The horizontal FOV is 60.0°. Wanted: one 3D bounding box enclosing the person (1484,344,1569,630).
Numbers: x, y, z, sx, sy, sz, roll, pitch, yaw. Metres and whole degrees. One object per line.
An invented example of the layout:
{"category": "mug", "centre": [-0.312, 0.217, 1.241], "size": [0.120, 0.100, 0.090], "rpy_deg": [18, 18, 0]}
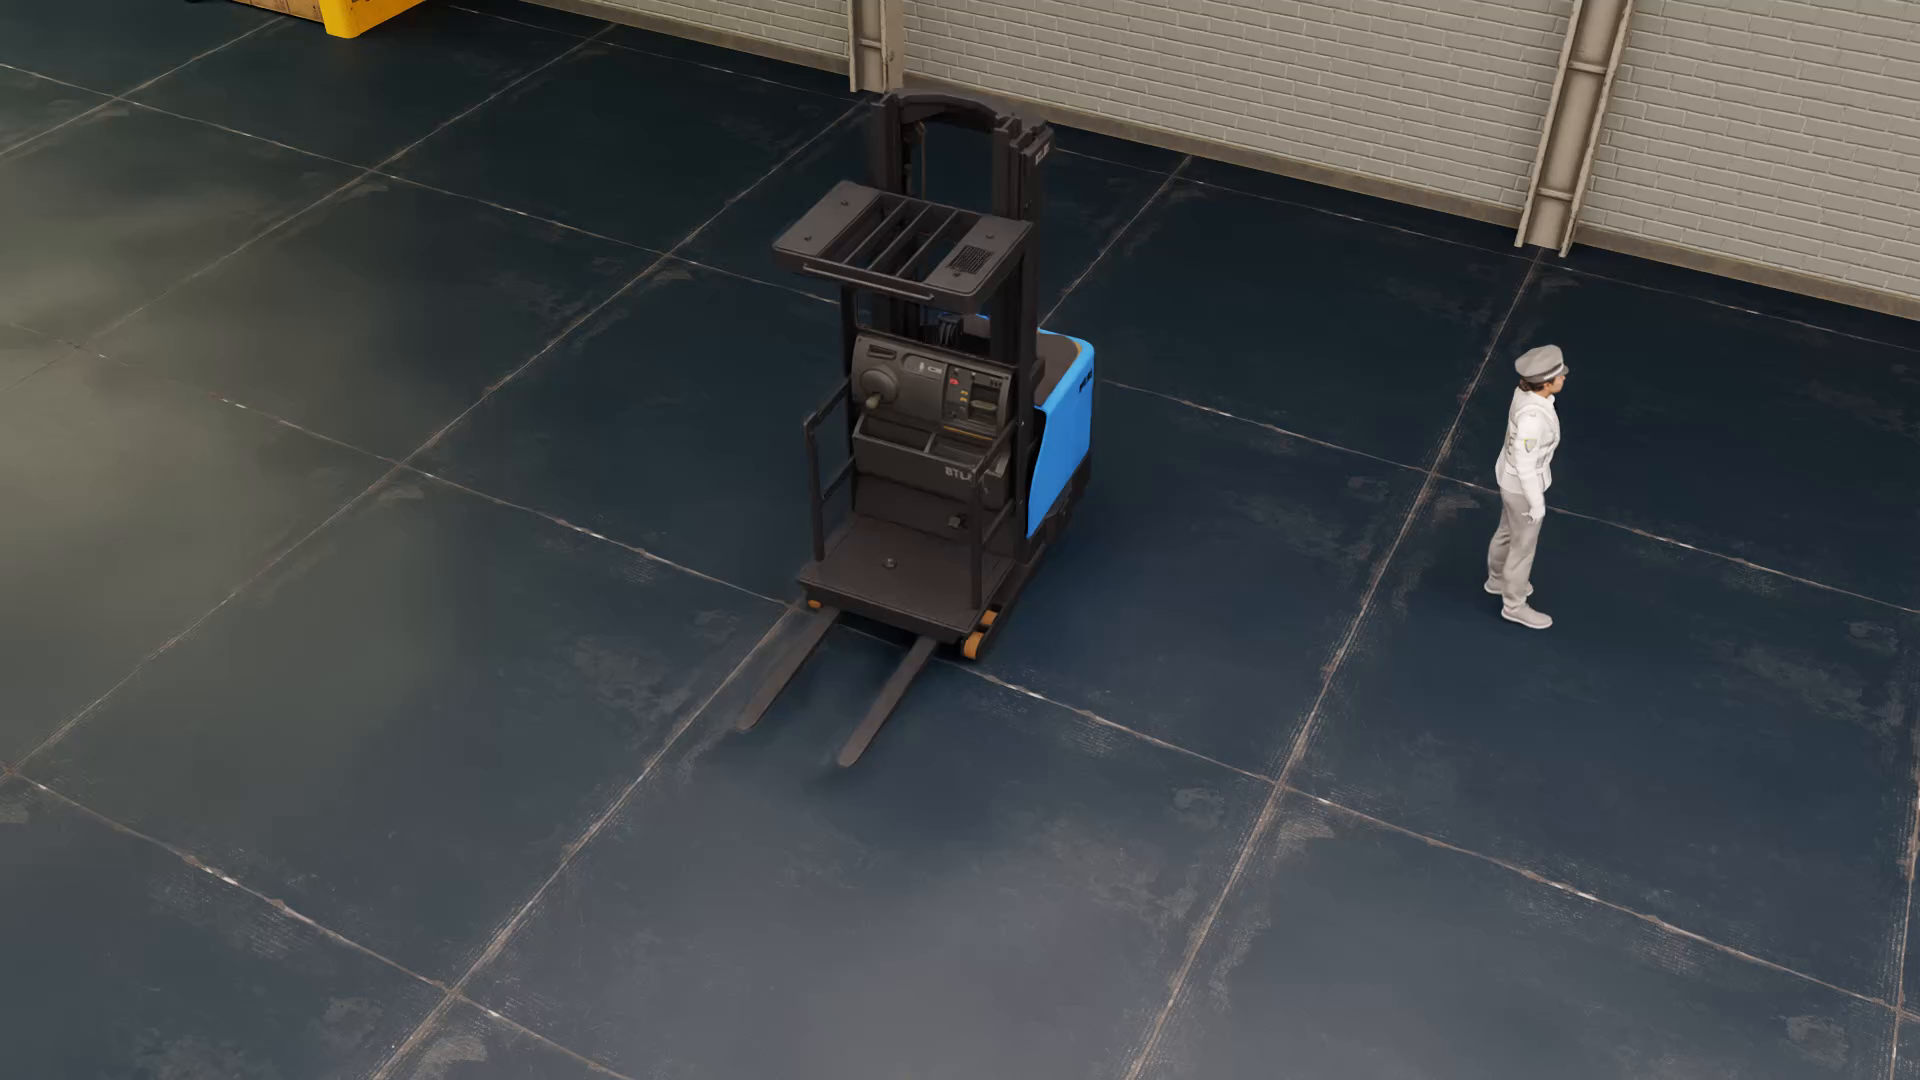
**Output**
{"category": "person", "centre": [3.226, -0.324, 9.327], "size": [0.514, 1.701, 0.575], "rpy_deg": [7, 41, 8]}

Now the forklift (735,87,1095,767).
{"category": "forklift", "centre": [-0.248, -0.760, 8.889], "size": [1.130, 2.935, 3.031], "rpy_deg": [16, 43, 19]}
